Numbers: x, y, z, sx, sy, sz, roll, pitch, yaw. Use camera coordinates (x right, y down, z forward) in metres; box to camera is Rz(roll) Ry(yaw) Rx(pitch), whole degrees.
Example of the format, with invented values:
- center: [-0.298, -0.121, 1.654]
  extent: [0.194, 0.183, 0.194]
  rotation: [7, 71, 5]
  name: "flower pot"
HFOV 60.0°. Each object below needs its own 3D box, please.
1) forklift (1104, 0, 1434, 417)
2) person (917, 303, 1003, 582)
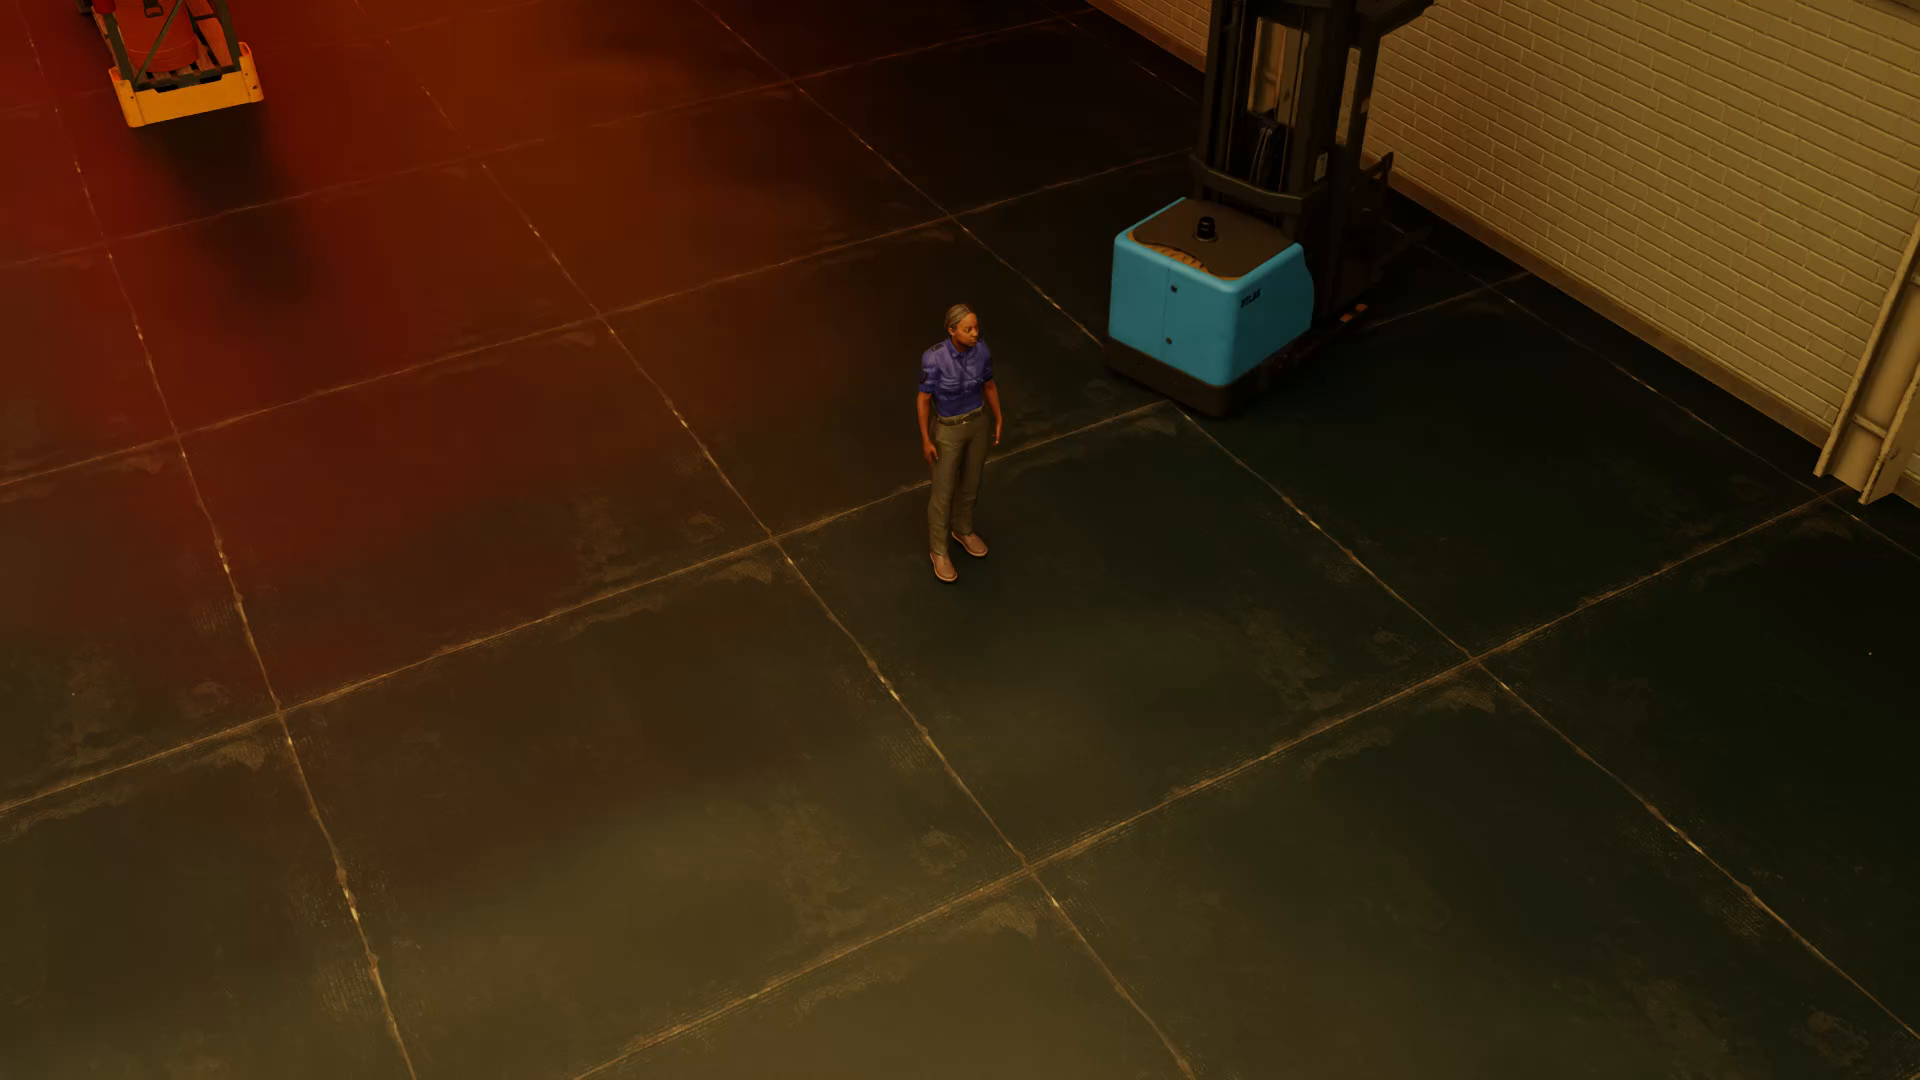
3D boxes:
- center: [2.389, -2.810, 11.424]
  extent: [1.130, 2.935, 3.031]
  rotation: [31, 49, 32]
  name: "forklift"
- center: [0.027, -0.588, 9.733]
  extent: [0.569, 1.656, 0.503]
  rotation: [-20, 44, -23]
  name: "person"
